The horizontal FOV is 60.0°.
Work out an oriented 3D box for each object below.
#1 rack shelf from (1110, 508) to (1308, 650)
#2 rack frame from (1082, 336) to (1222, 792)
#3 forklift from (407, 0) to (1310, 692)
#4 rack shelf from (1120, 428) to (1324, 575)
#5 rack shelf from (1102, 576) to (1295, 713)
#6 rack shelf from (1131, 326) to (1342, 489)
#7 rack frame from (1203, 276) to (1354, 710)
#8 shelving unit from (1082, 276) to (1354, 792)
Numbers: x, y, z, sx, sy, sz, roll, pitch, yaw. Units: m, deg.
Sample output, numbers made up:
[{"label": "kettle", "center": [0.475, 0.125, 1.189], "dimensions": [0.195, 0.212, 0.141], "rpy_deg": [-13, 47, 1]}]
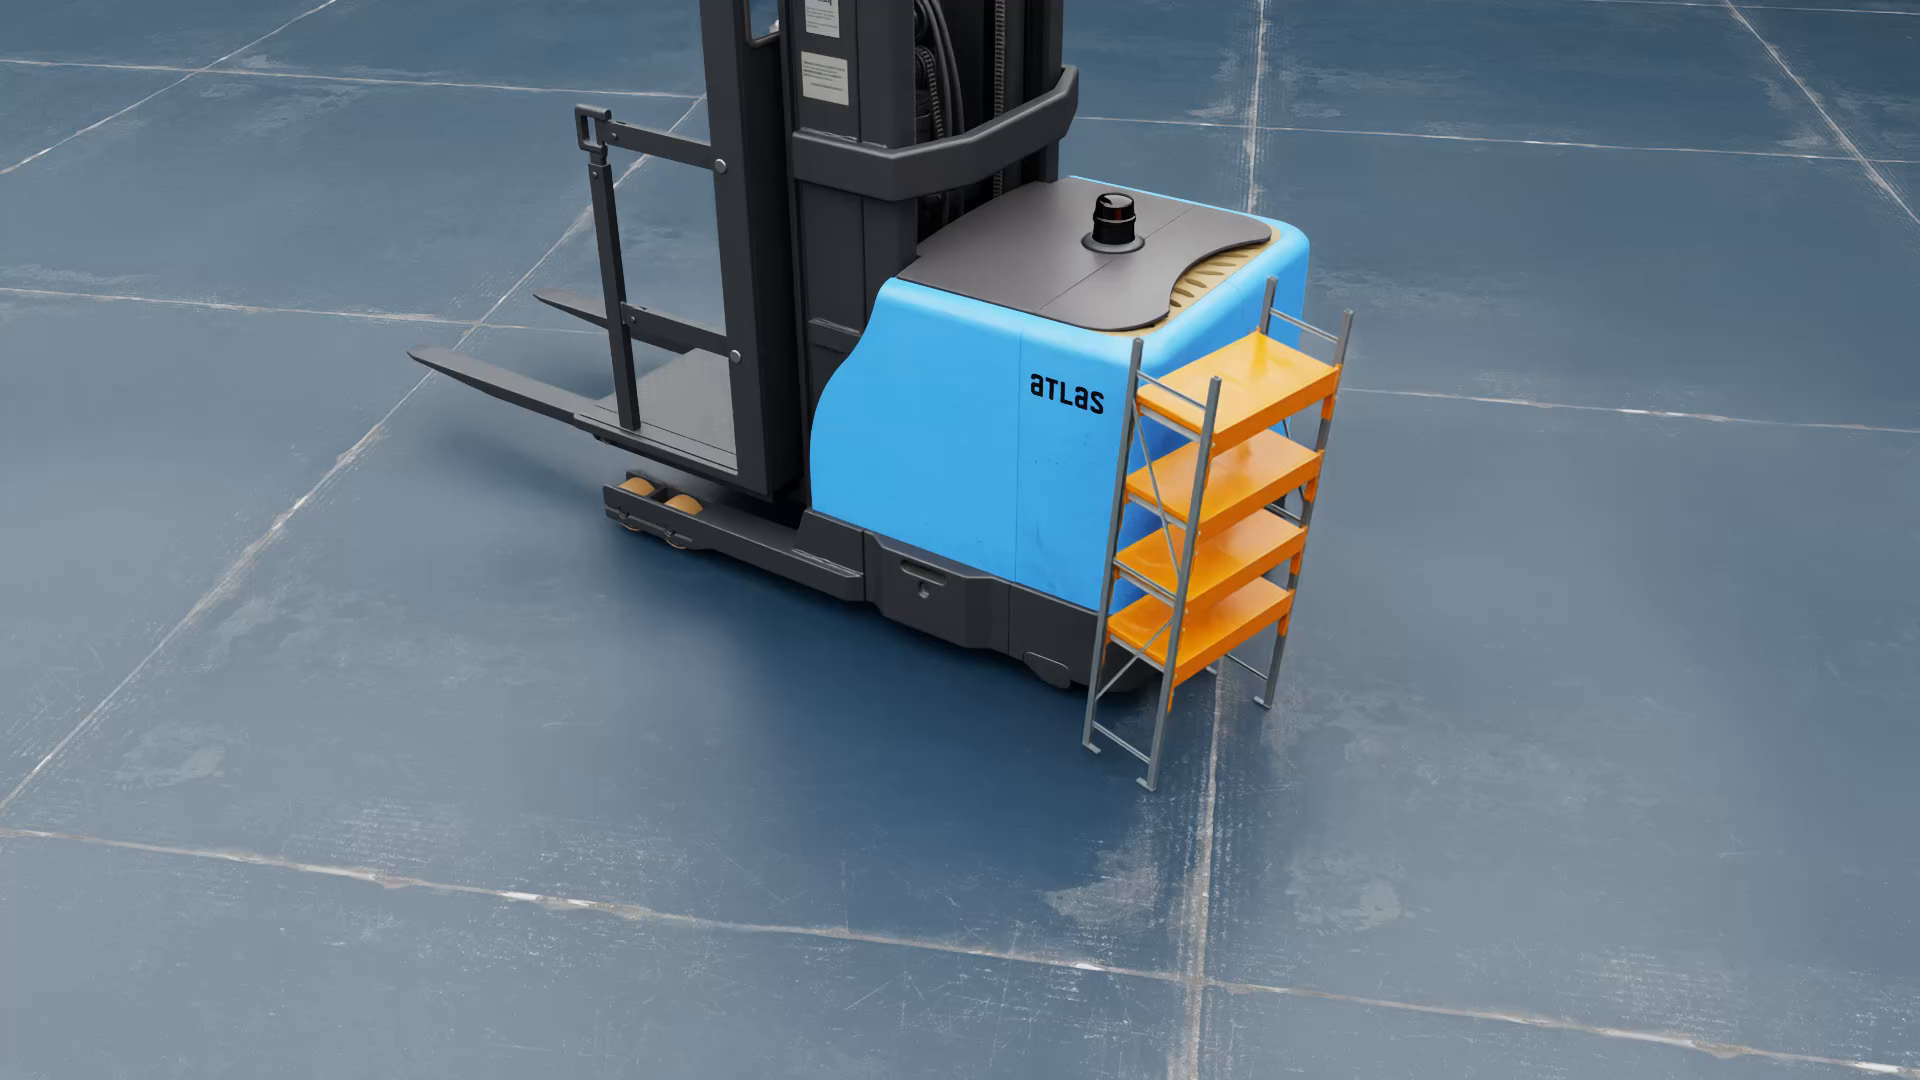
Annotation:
[{"label": "rack shelf", "center": [0.611, 0.060, 4.133], "dimensions": [0.480, 0.148, 0.258], "rpy_deg": [-27, 45, -36]}, {"label": "rack frame", "center": [0.439, 0.095, 3.950], "dimensions": [0.015, 1.200, 0.240], "rpy_deg": [-27, 45, -36]}, {"label": "forklift", "center": [-0.521, -1.426, 4.766], "dimensions": [3.031, 2.935, 1.130], "rpy_deg": [19, 37, 28]}, {"label": "rack shelf", "center": [0.622, -0.123, 4.004], "dimensions": [0.480, 0.148, 0.258], "rpy_deg": [-27, 45, -36]}, {"label": "rack shelf", "center": [0.601, 0.222, 4.247], "dimensions": [0.480, 0.148, 0.258], "rpy_deg": [-27, 45, -36]}, {"label": "rack shelf", "center": [0.634, -0.316, 3.869], "dimensions": [0.480, 0.148, 0.258], "rpy_deg": [-27, 45, -36]}, {"label": "rack frame", "center": [0.789, -0.085, 4.238], "dimensions": [0.015, 1.200, 0.240], "rpy_deg": [-27, 45, -36]}, {"label": "shelving unit", "center": [0.614, 0.005, 4.094], "dimensions": [0.503, 1.200, 0.258], "rpy_deg": [-27, 45, -36]}]
